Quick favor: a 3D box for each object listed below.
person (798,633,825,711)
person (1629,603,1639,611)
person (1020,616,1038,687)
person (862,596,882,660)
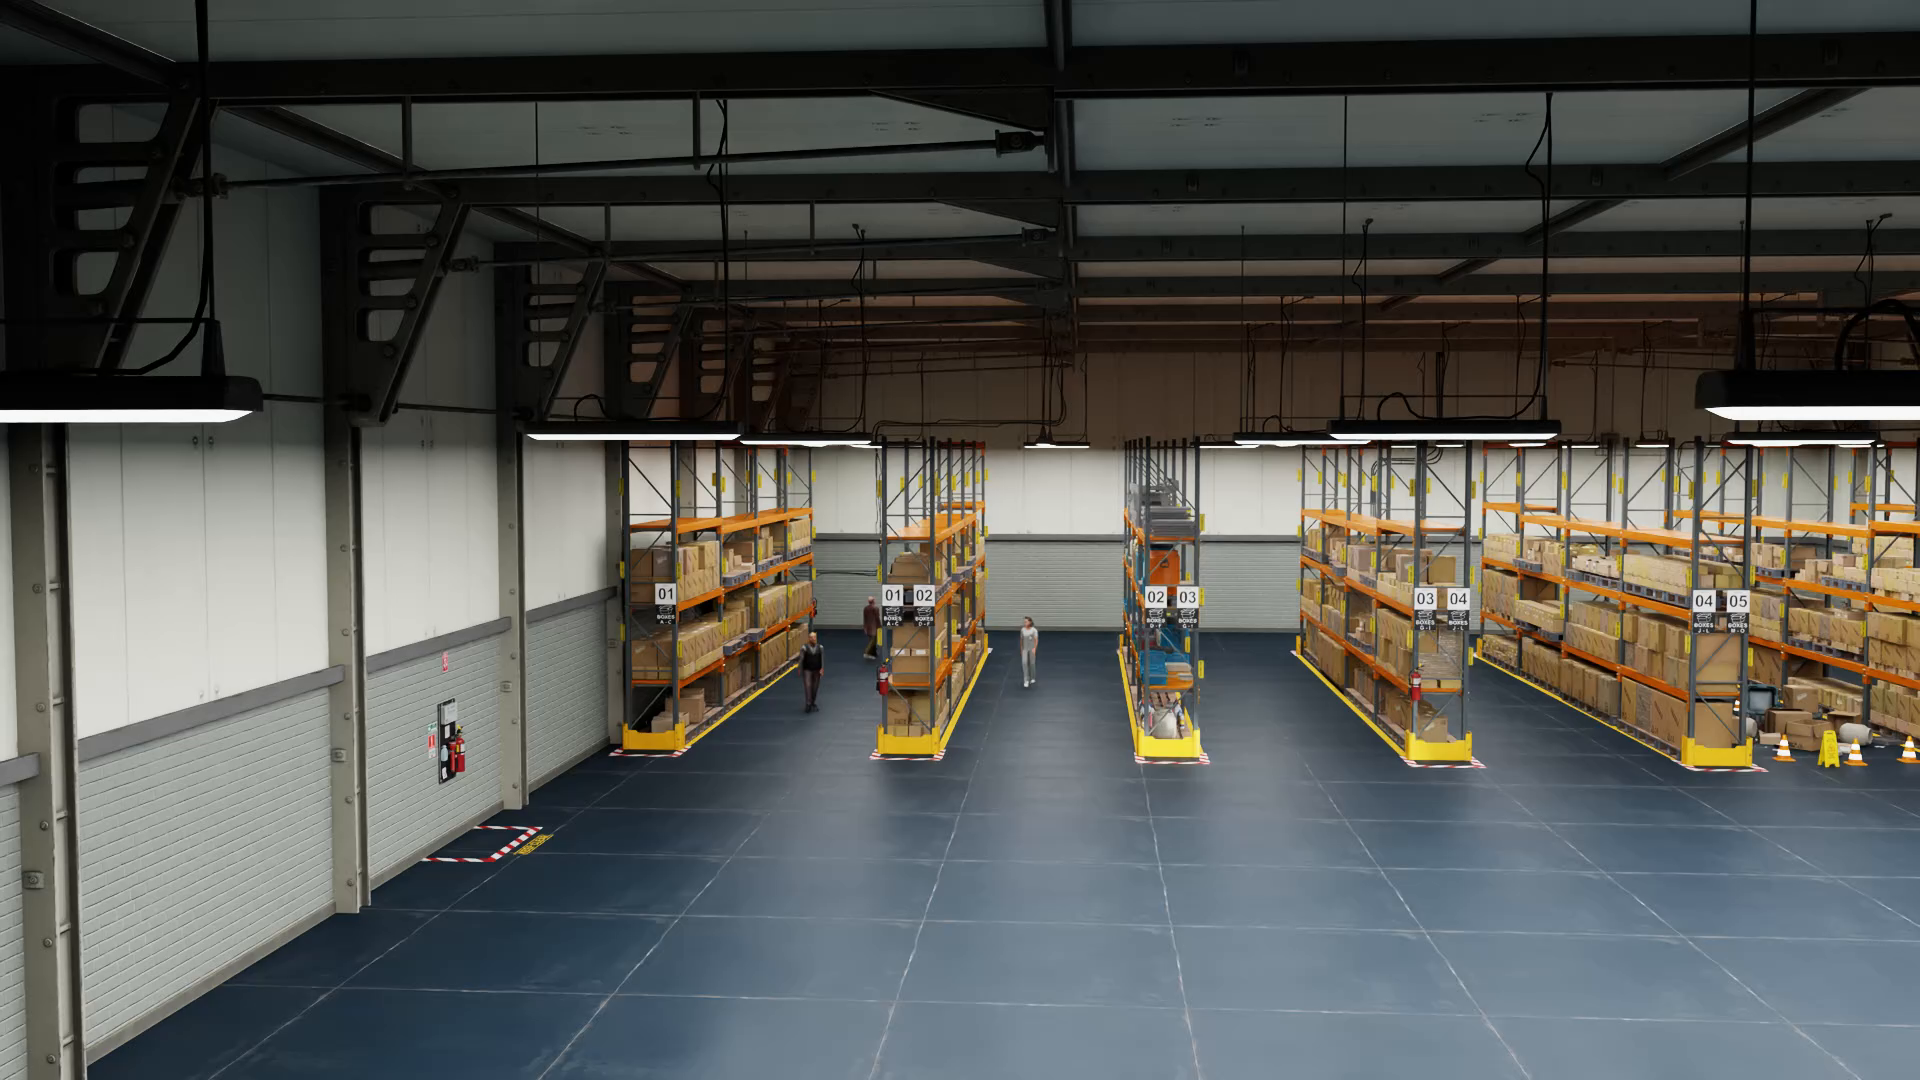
[{"bbox_3d":[-3.260,2.891,36.800,0.564,1.681,0.931,-1,3,-21],"label":"person"},{"bbox_3d":[18.140,2.489,44.858,0.421,1.612,0.961,-2,4,-31],"label":"person"},{"bbox_3d":[1.683,2.726,40.744,0.466,1.696,0.754,1,3,12],"label":"person"},{"bbox_3d":[-2.398,2.411,45.477,0.644,1.752,1.021,2,4,37],"label":"person"}]
